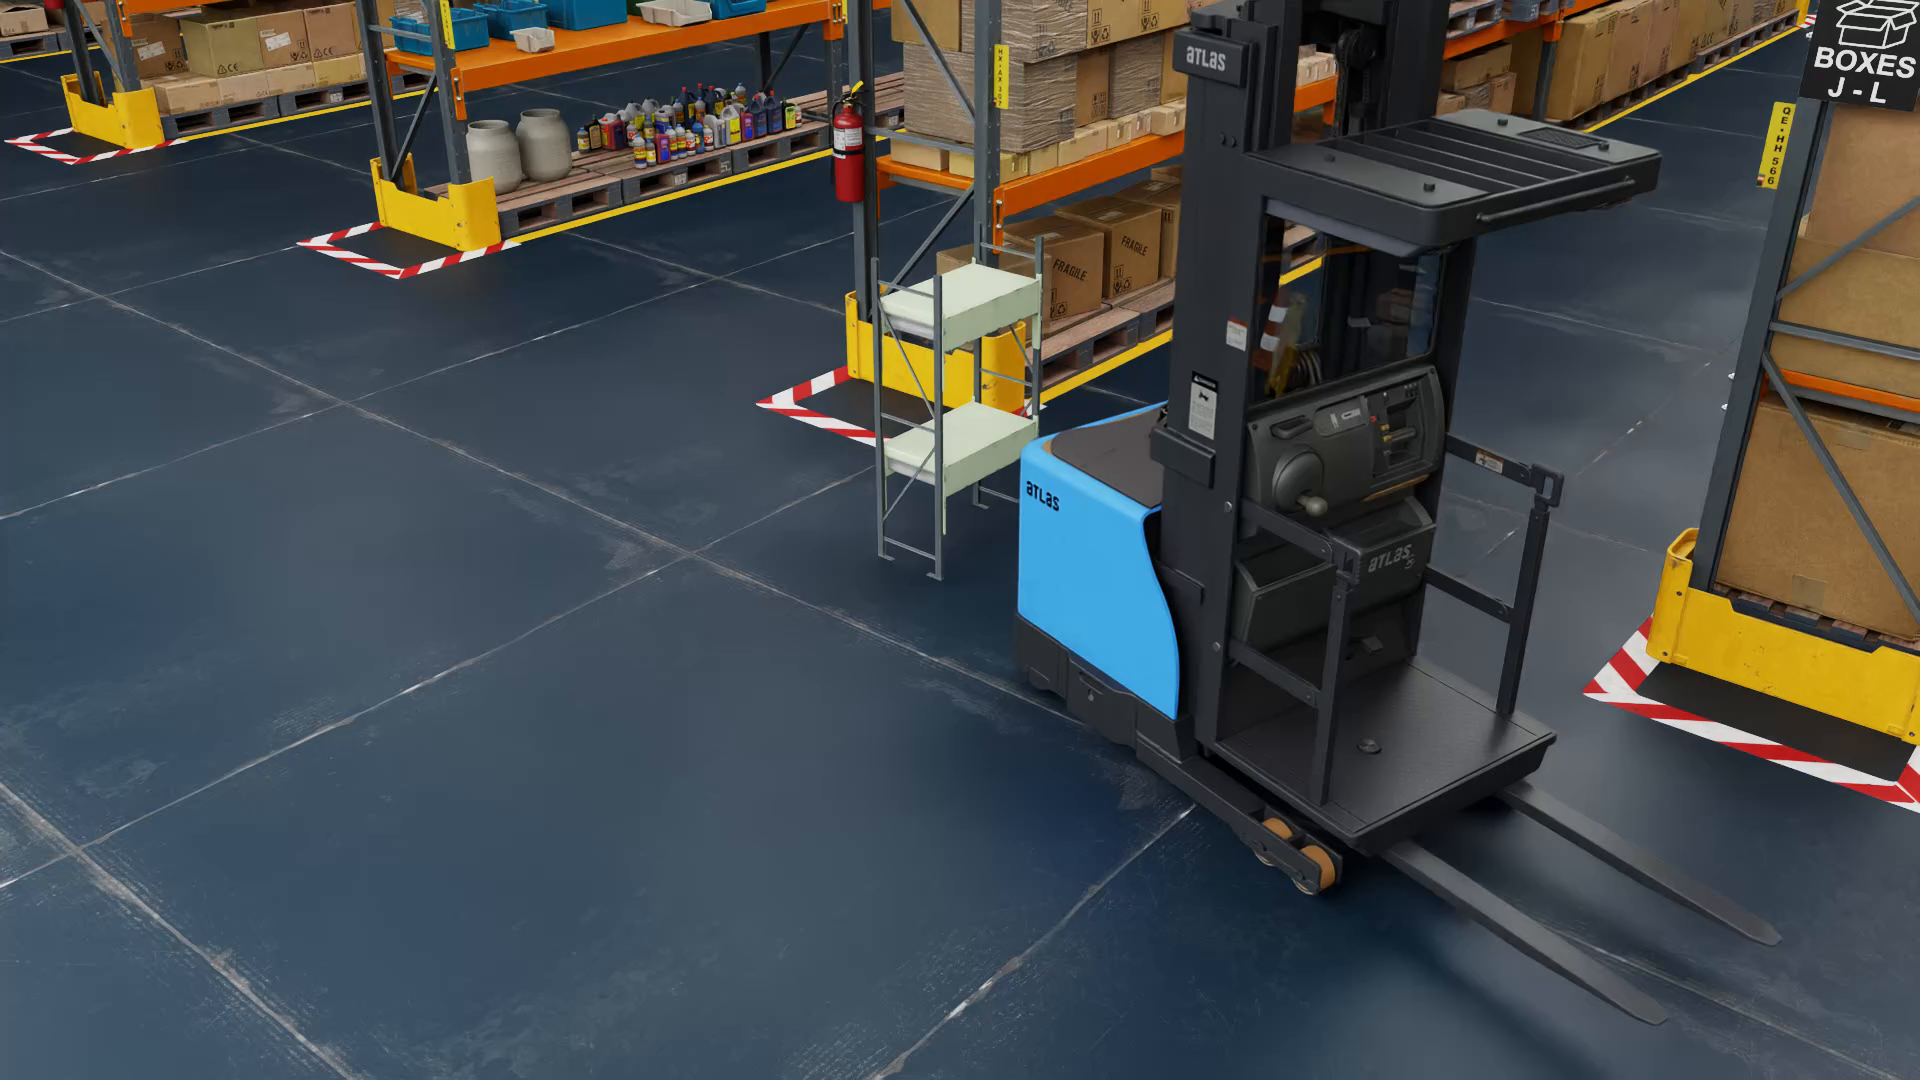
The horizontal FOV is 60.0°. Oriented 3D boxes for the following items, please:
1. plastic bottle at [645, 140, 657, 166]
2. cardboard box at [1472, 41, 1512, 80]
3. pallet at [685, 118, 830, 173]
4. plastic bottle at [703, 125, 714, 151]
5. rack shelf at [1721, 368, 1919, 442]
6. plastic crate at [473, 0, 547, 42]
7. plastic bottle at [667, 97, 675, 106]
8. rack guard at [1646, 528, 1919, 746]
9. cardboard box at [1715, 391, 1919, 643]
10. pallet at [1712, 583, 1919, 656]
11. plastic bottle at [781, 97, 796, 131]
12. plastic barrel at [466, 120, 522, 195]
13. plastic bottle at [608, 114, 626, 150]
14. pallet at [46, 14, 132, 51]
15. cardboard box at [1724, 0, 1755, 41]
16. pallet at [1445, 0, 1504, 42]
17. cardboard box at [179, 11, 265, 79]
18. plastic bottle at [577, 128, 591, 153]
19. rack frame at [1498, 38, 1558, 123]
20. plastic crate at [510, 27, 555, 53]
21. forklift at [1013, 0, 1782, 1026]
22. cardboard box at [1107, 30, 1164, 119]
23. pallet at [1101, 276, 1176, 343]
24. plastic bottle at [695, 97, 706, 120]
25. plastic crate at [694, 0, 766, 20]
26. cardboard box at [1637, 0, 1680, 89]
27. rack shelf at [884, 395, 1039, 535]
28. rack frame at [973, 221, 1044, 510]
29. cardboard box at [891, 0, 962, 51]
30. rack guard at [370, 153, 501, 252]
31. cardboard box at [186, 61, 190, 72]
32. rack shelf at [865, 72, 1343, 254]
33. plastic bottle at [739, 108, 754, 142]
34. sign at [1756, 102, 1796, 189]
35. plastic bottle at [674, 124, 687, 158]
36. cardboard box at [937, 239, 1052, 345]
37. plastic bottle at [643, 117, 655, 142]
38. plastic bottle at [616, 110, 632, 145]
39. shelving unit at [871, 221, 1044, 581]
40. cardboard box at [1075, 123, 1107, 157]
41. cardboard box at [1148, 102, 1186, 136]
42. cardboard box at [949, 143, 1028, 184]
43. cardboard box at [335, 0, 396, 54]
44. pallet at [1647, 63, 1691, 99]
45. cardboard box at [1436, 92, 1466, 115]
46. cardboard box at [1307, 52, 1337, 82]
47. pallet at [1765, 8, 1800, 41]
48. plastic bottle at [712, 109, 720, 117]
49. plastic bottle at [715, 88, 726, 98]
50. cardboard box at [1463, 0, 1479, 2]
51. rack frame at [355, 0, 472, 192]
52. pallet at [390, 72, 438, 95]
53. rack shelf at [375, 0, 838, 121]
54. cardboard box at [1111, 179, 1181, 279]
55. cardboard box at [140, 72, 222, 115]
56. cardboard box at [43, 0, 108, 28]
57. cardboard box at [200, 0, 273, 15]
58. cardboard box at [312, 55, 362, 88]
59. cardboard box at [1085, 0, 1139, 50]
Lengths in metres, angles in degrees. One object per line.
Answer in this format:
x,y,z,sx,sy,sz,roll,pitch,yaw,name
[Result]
-2.566,-3.205,13.747,0.097,0.201,0.097,0,27,0,plastic bottle
4.482,-4.225,14.577,0.500,0.250,0.500,22,35,36,cardboard box
-1.941,-3.617,15.013,1.003,0.211,1.213,21,34,34,pallet
-2.157,-3.433,14.188,0.097,0.201,0.097,0,27,0,plastic bottle
4.831,-1.120,7.934,1.077,0.370,4.000,21,34,34,rack shelf
-3.521,-4.091,13.056,0.499,0.251,0.408,21,34,34,plastic crate
-2.572,-3.793,14.794,0.061,0.283,0.133,23,35,37,plastic bottle
3.544,0.388,6.956,1.175,0.500,0.348,21,34,34,rack guard
3.940,-0.233,7.292,0.875,0.875,0.875,21,34,35,cardboard box
4.007,0.201,7.631,1.003,0.211,1.213,21,34,34,pallet
-1.533,-3.804,14.816,0.061,0.283,0.133,23,35,37,plastic bottle
-3.666,-3.001,13.037,0.421,0.512,0.421,0,27,0,plastic barrel
-2.932,-3.482,14.194,0.061,0.283,0.133,21,34,34,plastic bottle
-10.302,-6.056,19.727,1.003,0.211,1.213,21,34,34,pallet
8.483,-6.243,18.909,0.875,0.875,0.875,21,34,34,cardboard box
3.657,-4.254,13.416,1.003,0.211,1.213,21,34,34,pallet
-7.016,-4.714,15.817,0.500,0.500,0.500,21,34,34,cardboard box
-3.196,-3.396,14.116,0.097,0.201,0.097,0,27,0,plastic bottle
4.885,-5.053,14.752,1.000,3.000,0.127,21,34,34,rack frame
-3.208,-3.770,12.560,0.298,0.136,0.250,21,34,34,plastic crate
1.484,-0.311,5.662,1.130,2.935,3.031,-18,32,-31,forklift
0.744,-2.957,10.268,0.875,0.500,0.500,21,34,34,cardboard box
1.165,-1.713,11.331,1.003,0.211,1.213,21,34,34,pallet
-2.314,-3.814,14.848,0.097,0.271,0.097,0,27,0,plastic bottle
-1.976,-4.544,13.931,0.499,0.251,0.616,21,34,34,plastic crate
6.470,-5.164,16.823,1.225,0.875,0.875,19,33,33,cardboard box
-0.004,-0.374,8.051,0.431,0.370,0.720,21,34,34,rack shelf
0.229,-0.794,8.152,0.400,1.500,0.023,21,34,34,rack frame
-0.045,-3.104,9.465,0.500,0.500,0.500,21,34,34,cardboard box
-4.014,-2.594,12.721,1.175,0.500,0.348,21,34,34,rack guard
-7.424,-4.535,16.288,0.500,0.250,0.500,21,34,34,cardboard box
1.068,-2.606,10.805,1.077,0.370,4.000,21,34,34,rack shelf
-1.862,-3.620,14.461,0.061,0.283,0.133,23,35,38,plastic bottle
3.149,-1.514,6.394,0.100,0.325,0.005,21,34,34,sign
-2.350,-3.356,13.963,0.097,0.271,0.097,0,27,0,plastic bottle
0.206,-1.509,10.166,0.500,0.500,0.500,-21,34,-35,cardboard box
-2.703,-3.566,14.446,0.097,0.201,0.097,0,27,0,plastic bottle
-2.926,-3.559,14.351,0.152,0.276,0.135,20,33,33,plastic bottle
-0.004,-0.664,7.901,0.431,1.500,0.755,21,34,34,shelving unit
0.649,-2.398,9.894,0.380,0.149,0.250,21,34,34,cardboard box
1.190,-2.639,10.361,0.380,0.149,0.250,21,34,34,cardboard box
0.161,-2.136,9.388,0.380,0.149,0.250,21,34,34,cardboard box
-6.070,-5.249,16.851,0.500,0.500,0.500,21,34,34,cardboard box
6.996,-4.937,17.563,1.003,0.211,1.213,21,34,34,pallet
3.776,-3.491,13.975,0.700,0.500,0.500,24,36,38,cardboard box
2.431,-3.361,11.755,0.380,0.149,0.250,21,34,34,cardboard box
9.525,-6.344,20.284,1.003,0.211,1.213,21,34,34,pallet
-2.092,-3.597,14.415,0.061,0.283,0.133,21,34,34,plastic bottle
-2.207,-3.960,15.126,0.152,0.276,0.135,22,35,36,plastic bottle
4.032,-4.509,13.391,0.396,0.266,0.258,20,33,33,cardboard box
-4.026,-3.664,12.068,1.000,3.000,0.127,21,34,34,rack frame
-5.839,-5.023,17.729,1.003,0.211,1.213,21,34,34,pallet
-2.754,-4.053,13.604,1.077,0.370,4.000,21,34,34,rack shelf
1.362,-2.132,11.370,0.500,0.500,0.500,17,32,30,cardboard box
-7.333,-4.203,15.646,0.500,0.250,0.500,21,34,34,cardboard box
-10.293,-6.311,19.426,0.700,0.500,0.500,18,33,31,cardboard box
-7.109,-5.047,16.461,0.500,0.500,0.500,21,34,34,cardboard box
-6.377,-4.734,16.673,0.500,0.250,0.500,21,34,34,cardboard box
0.680,-3.127,9.510,0.500,0.500,0.500,21,34,34,cardboard box
